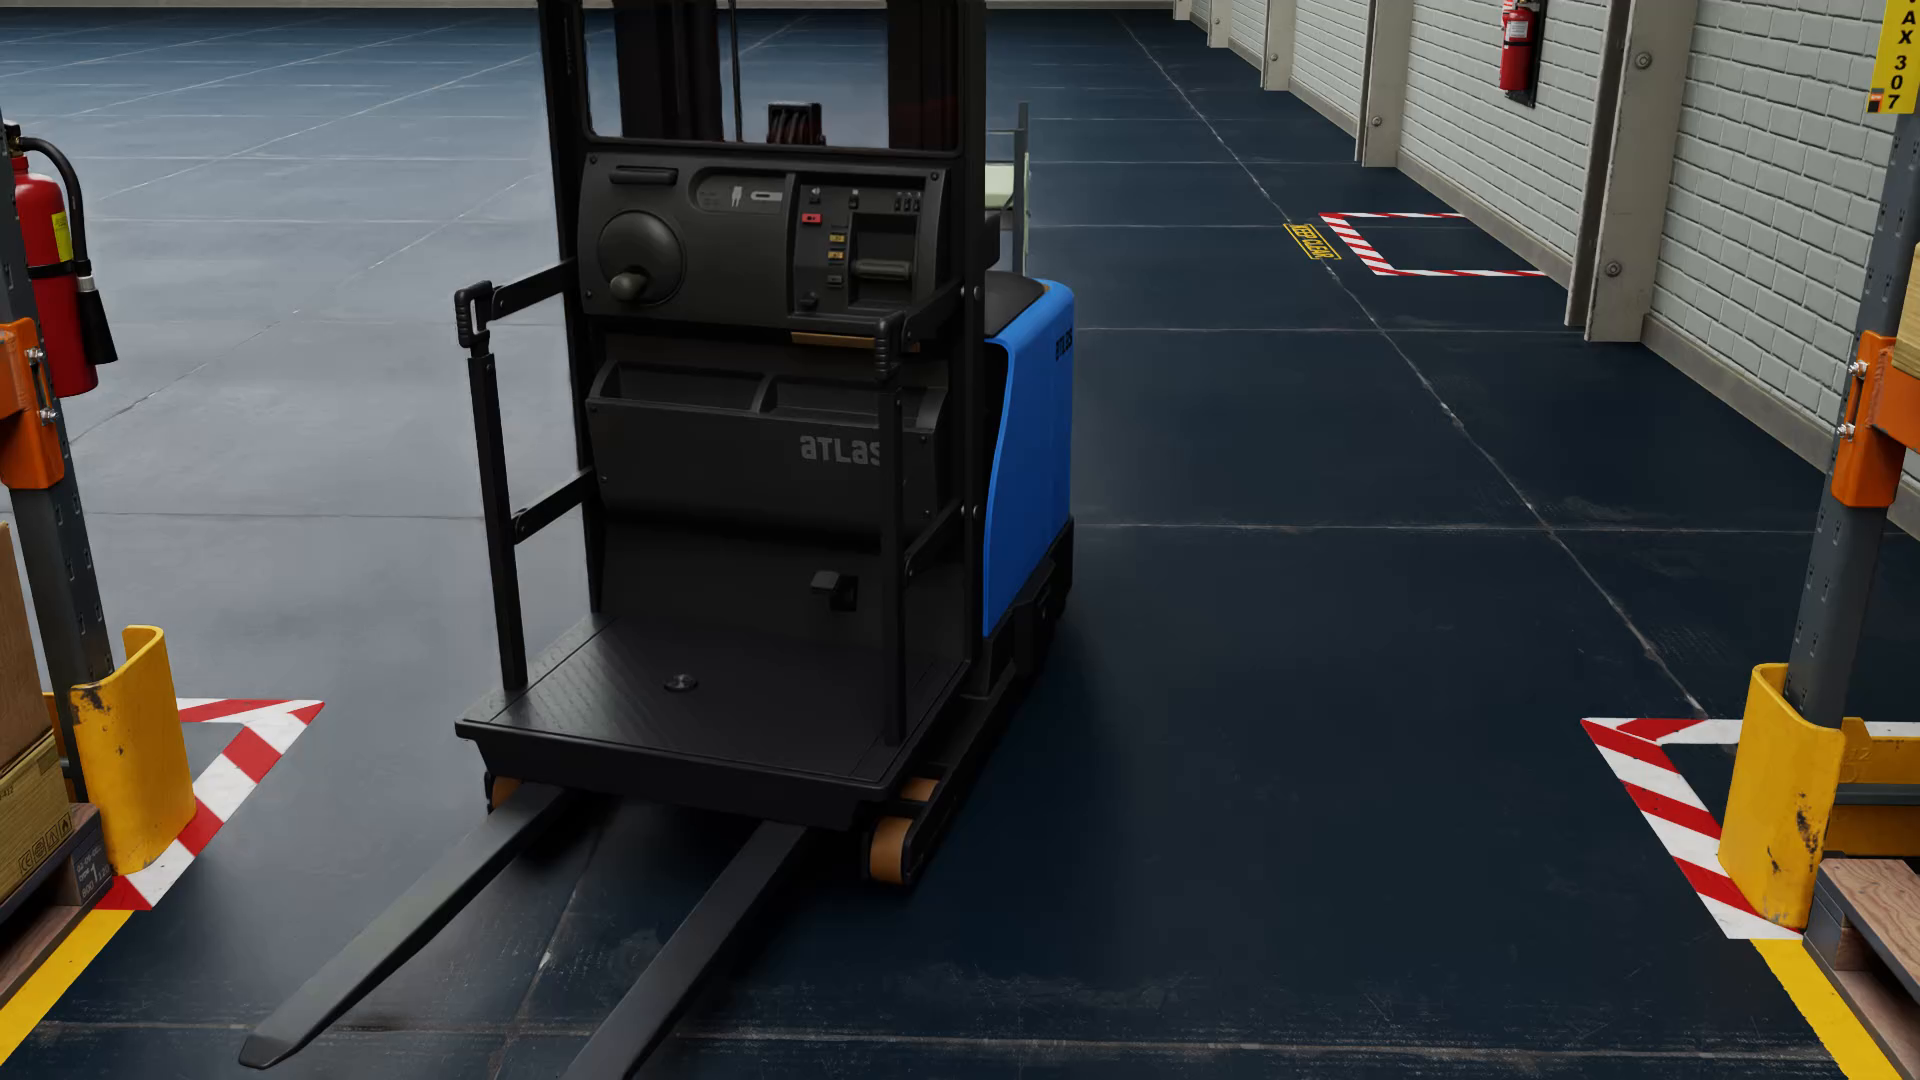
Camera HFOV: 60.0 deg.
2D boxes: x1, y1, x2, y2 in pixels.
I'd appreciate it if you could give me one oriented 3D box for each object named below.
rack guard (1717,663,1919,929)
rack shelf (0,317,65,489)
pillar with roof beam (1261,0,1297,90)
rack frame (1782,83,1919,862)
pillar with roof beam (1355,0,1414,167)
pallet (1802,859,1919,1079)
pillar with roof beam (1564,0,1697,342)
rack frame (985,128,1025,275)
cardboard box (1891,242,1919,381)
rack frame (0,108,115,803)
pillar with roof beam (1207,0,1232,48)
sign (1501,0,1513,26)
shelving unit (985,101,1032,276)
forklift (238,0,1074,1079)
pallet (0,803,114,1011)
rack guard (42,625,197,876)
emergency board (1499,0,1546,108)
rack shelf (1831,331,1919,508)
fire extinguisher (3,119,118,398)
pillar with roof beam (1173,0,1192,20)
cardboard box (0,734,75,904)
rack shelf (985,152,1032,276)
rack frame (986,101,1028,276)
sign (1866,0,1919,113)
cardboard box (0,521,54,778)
[{"bbox_3d":[2.418,0.590,3.817,1.175,0.500,0.348,1,21,2],"label":"rack guard"},{"bbox_3d":[-2.592,0.403,1.839,1.077,0.370,4.000,1,21,2],"label":"rack shelf"},{"bbox_3d":[-0.492,-9.693,18.569,9.100,9.000,0.400,1,21,2],"label":"pillar with roof beam"},{"bbox_3d":[2.420,-0.603,3.436,1.000,3.000,0.127,1,21,2],"label":"rack frame"},{"bbox_3d":[-0.674,-7.523,12.978,9.100,9.000,0.400,1,21,2],"label":"pillar with roof beam"},{"bbox_3d":[2.358,1.018,3.113,1.003,0.211,1.213,1,21,2],"label":"pallet"},{"bbox_3d":[-0.857,-5.354,7.387,9.100,9.000,0.400,1,21,2],"label":"pillar with roof beam"},{"bbox_3d":[0.003,-0.586,5.467,0.400,1.500,0.023,1,21,3],"label":"rack frame"},{"bbox_3d":[2.088,-0.369,3.014,0.500,0.250,0.500,0,21,0],"label":"cardboard box"},{"bbox_3d":[-2.531,-0.656,3.573,1.000,3.000,0.127,1,21,2],"label":"rack frame"},{"bbox_3d":[-0.309,-11.862,24.160,9.100,9.000,0.400,1,21,2],"label":"pillar with roof beam"},{"bbox_3d":[3.679,-3.618,11.158,0.001,0.329,0.234,1,21,2],"label":"sign"},{"bbox_3d":[0.022,-0.719,5.807,0.431,1.500,0.755,1,21,3],"label":"shelving unit"},{"bbox_3d":[-0.546,-0.709,3.805,1.130,2.935,3.031,6,22,16],"label":"forklift"},{"bbox_3d":[-2.512,0.921,3.363,1.003,0.211,1.213,1,21,2],"label":"pallet"},{"bbox_3d":[-2.530,0.501,4.047,1.175,0.500,0.348,1,21,2],"label":"rack guard"},{"bbox_3d":[3.560,-3.403,10.652,0.194,1.169,0.643,1,21,2],"label":"emergency board"},{"bbox_3d":[2.360,0.456,1.702,1.077,0.370,4.000,1,21,2],"label":"rack shelf"},{"bbox_3d":[-2.063,-0.658,3.684,0.296,0.674,0.183,1,21,2],"label":"fire extinguisher"},{"bbox_3d":[-0.127,-14.031,29.751,9.100,9.000,0.400,1,21,2],"label":"pillar with roof beam"},{"bbox_3d":[-2.252,0.627,3.486,0.500,0.250,0.500,1,21,2],"label":"cardboard box"},{"bbox_3d":[0.022,-1.082,5.666,0.431,0.370,0.720,1,21,3],"label":"rack shelf"},{"bbox_3d":[0.041,-0.851,6.148,0.400,1.500,0.023,1,21,3],"label":"rack frame"},{"bbox_3d":[1.878,-1.012,3.294,0.100,0.325,0.005,1,21,2],"label":"sign"},{"bbox_3d":[-2.250,0.278,3.350,0.500,0.500,0.500,1,21,2],"label":"cardboard box"}]
